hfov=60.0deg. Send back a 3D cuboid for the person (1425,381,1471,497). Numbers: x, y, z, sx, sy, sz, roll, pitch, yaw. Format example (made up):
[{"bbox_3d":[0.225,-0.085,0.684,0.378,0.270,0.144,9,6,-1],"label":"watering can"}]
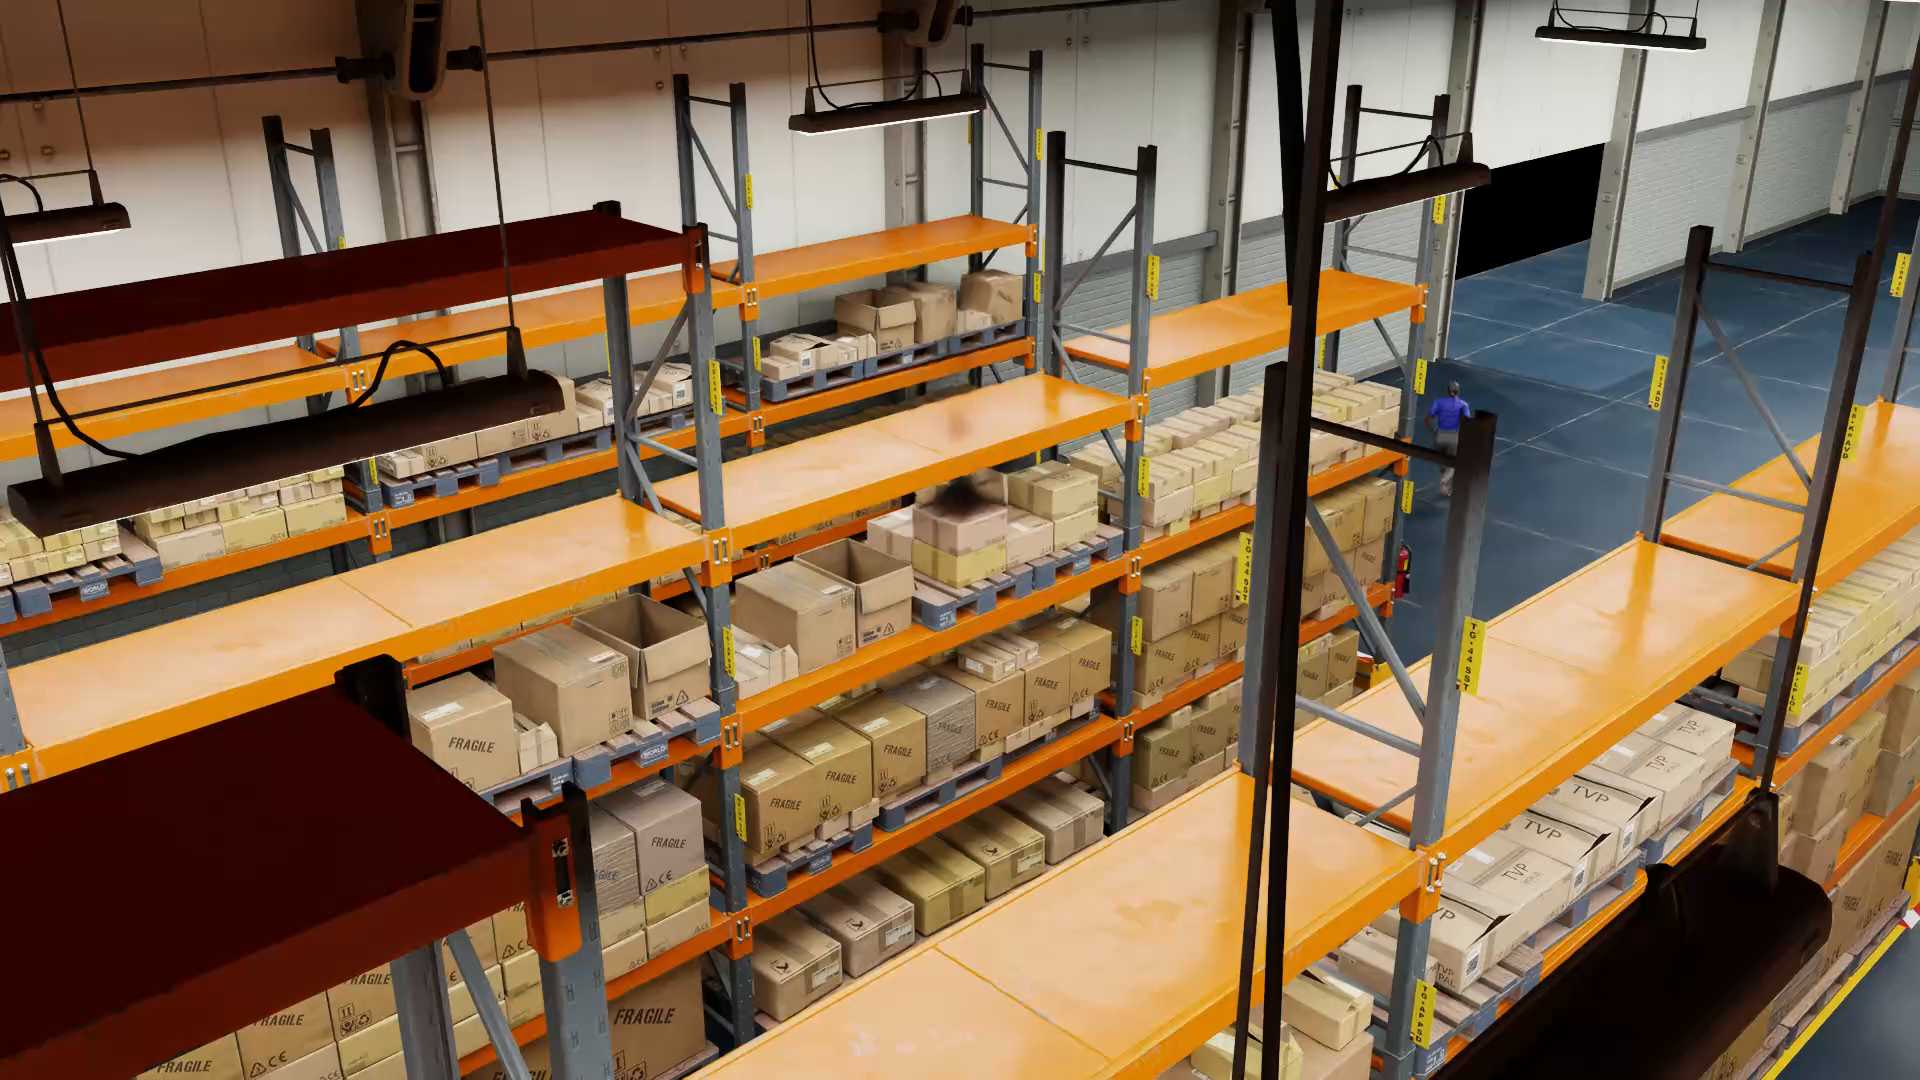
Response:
[{"bbox_3d":[6.408,-1.290,21.898,0.599,1.628,0.680,10,25,23],"label":"person"}]
